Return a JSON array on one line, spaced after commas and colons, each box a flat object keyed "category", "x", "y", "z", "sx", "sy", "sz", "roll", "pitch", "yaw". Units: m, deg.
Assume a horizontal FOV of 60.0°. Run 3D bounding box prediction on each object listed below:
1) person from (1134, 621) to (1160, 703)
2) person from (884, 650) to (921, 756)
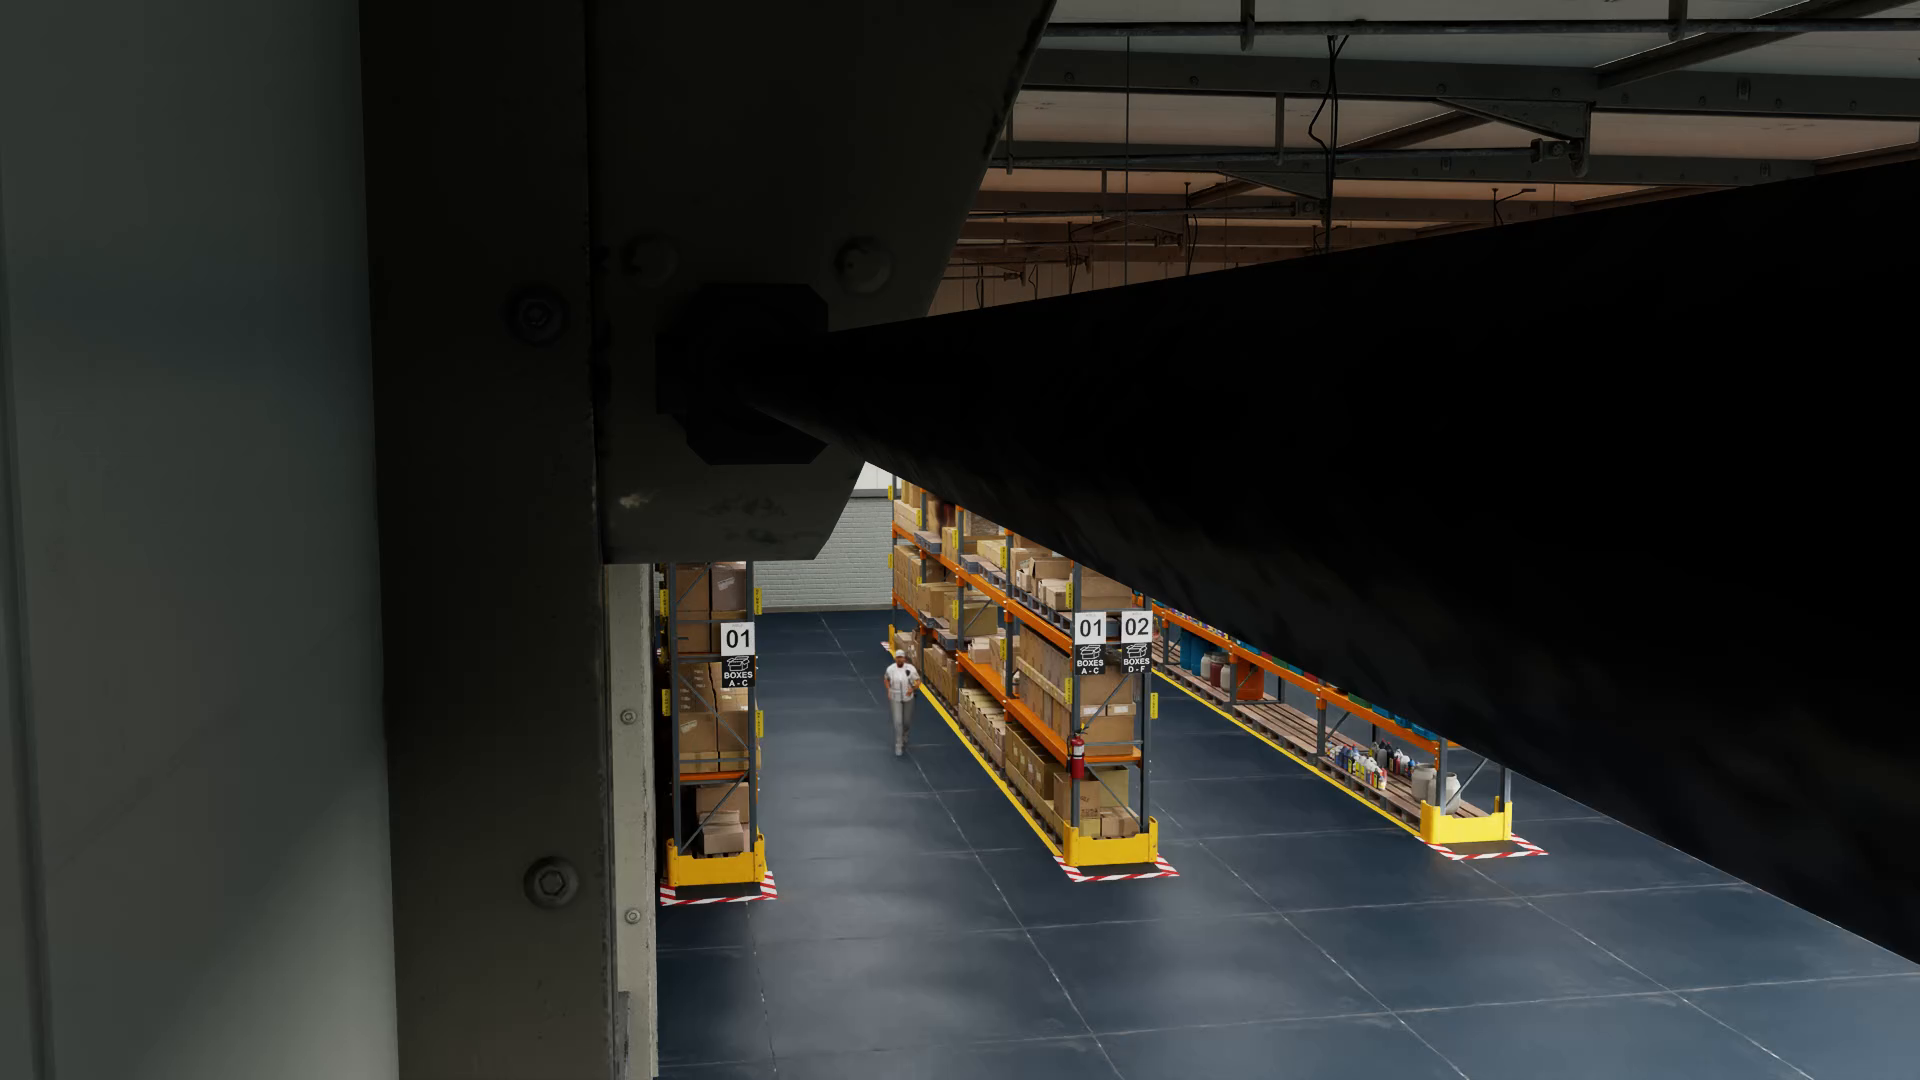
[{"category": "person", "x": 3.392, "y": 2.131, "z": 31.258, "sx": 0.657, "sy": 1.755, "sz": 0.990, "roll": 0, "pitch": 6, "yaw": -4}, {"category": "person", "x": -0.930, "y": 2.581, "z": 26.891, "sx": 0.599, "sy": 1.663, "sz": 0.858, "roll": 0, "pitch": 6, "yaw": -2}]
